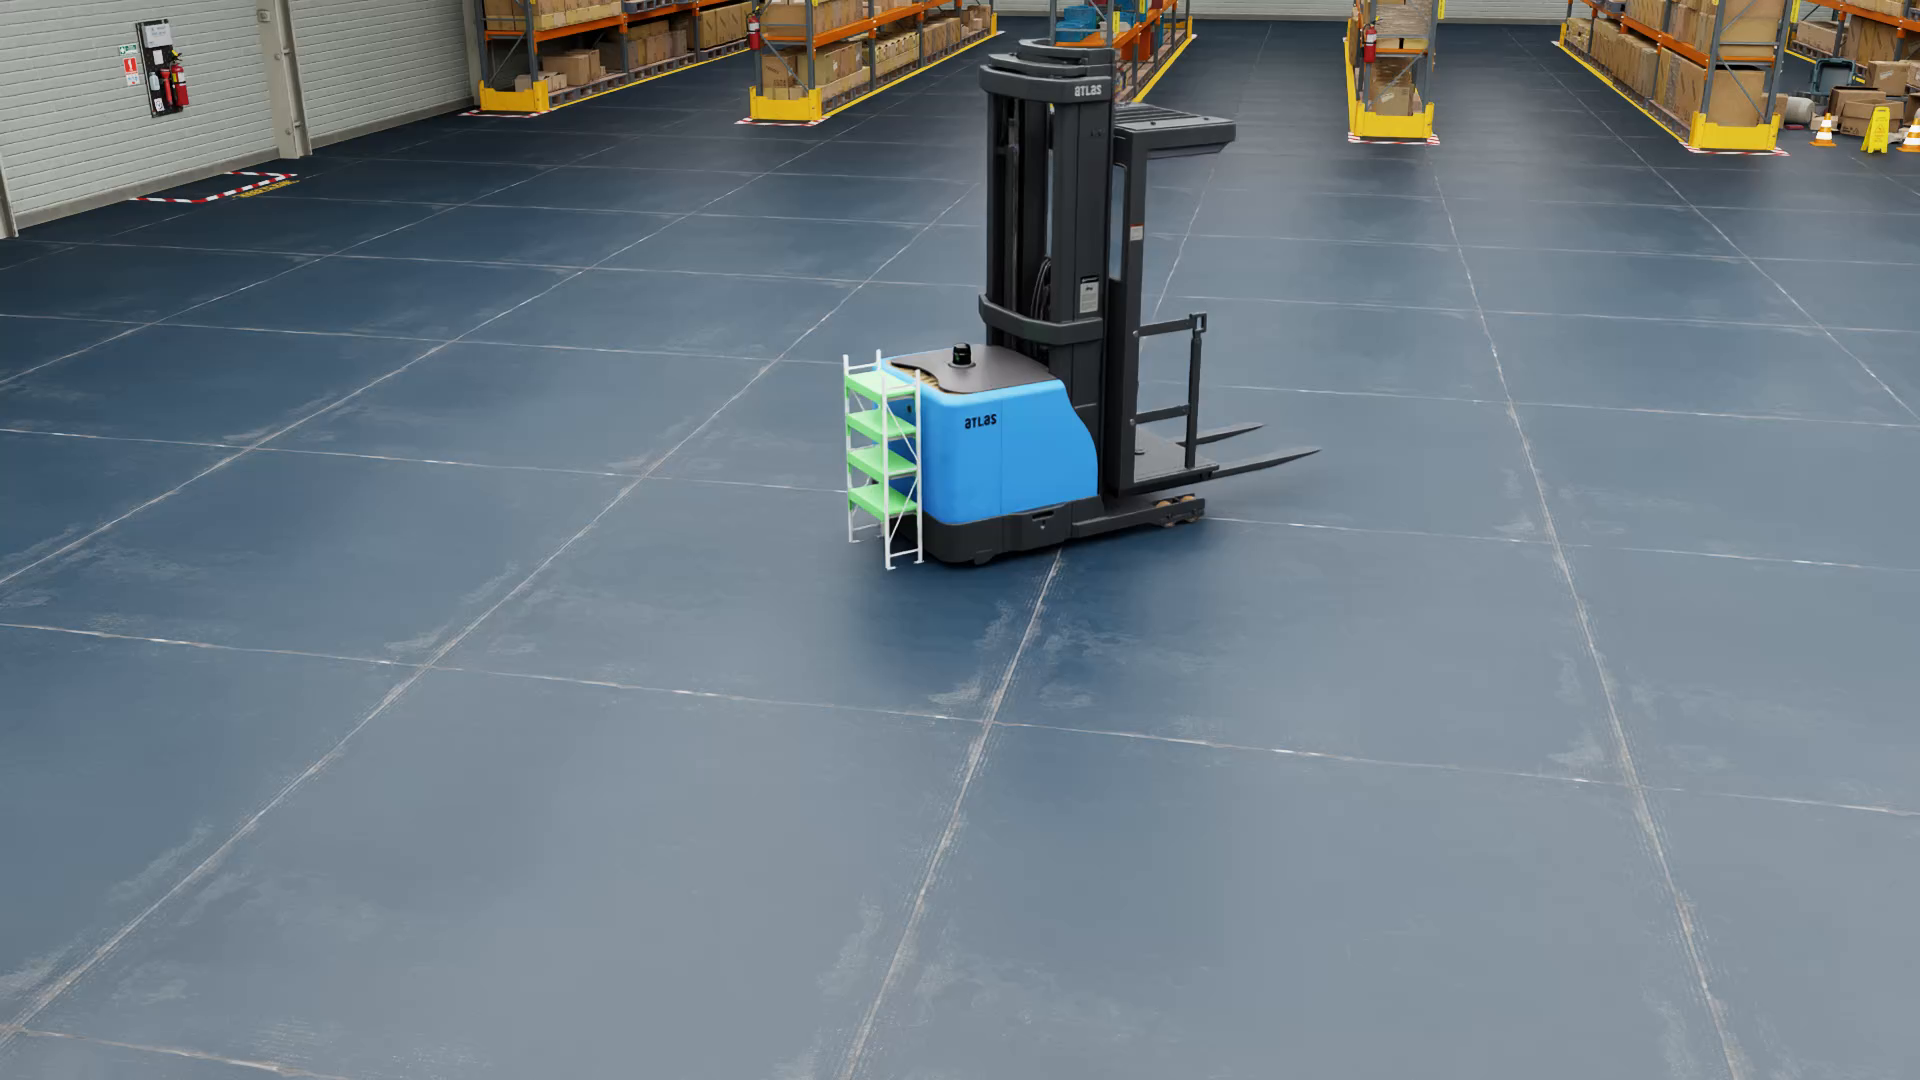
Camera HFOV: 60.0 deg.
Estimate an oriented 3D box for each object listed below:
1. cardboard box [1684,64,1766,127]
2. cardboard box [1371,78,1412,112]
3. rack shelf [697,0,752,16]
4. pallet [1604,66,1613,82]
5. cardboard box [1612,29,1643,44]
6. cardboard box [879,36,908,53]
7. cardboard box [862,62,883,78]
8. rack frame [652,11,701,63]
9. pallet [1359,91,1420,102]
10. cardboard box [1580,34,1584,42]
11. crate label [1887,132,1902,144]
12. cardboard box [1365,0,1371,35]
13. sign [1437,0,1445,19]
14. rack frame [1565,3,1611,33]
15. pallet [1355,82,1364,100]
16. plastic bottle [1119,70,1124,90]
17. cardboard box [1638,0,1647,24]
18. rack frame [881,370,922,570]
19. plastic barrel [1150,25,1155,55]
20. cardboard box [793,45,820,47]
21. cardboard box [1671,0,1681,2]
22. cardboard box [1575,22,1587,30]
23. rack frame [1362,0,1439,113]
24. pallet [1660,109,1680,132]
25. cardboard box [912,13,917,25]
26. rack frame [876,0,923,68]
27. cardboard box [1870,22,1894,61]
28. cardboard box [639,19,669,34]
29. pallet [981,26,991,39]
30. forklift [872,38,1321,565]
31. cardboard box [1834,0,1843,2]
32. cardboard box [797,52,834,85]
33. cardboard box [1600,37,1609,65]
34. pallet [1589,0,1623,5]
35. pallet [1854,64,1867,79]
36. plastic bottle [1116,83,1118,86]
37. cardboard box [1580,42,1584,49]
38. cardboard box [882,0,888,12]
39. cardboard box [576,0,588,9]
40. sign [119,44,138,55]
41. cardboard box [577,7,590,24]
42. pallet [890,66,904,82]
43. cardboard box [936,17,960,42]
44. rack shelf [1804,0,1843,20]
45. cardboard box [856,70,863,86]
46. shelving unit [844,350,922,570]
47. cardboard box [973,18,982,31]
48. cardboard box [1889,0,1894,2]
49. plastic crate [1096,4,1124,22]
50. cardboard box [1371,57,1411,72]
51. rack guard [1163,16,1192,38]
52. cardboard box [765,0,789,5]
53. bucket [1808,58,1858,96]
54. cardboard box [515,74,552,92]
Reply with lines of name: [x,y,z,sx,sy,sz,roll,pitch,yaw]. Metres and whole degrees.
cardboard box: [11.690,-6.778,25.449,0.875,0.875,0.875,5,22,11]
cardboard box: [7.013,-7.214,27.035,0.500,0.500,0.500,11,24,25]
rack shelf: [-5.726,-12.187,37.561,1.077,0.370,4.000,4,22,11]
pallet: [13.409,-9.233,32.997,1.003,0.211,1.213,4,22,11]
cardboard box: [13.131,-9.895,32.686,0.500,0.250,0.500,4,22,10]
cardboard box: [-1.355,-10.007,33.553,0.500,0.311,0.500,4,22,11]
cardboard box: [-1.775,-8.998,31.799,0.500,0.250,0.500,4,22,10]
rack frame: [-6.134,-11.789,35.611,1.000,3.000,0.127,4,22,11]
pallet: [7.495,-7.652,29.070,1.003,0.211,1.213,4,22,11]
cardboard box: [13.898,-11.053,36.639,0.380,0.149,0.250,4,22,9]
crate label: [14.251,-6.155,25.454,0.250,0.136,0.298,-7,23,-17]
cardboard box: [6.905,-8.306,26.430,0.875,0.500,0.500,4,22,11]
sign: [7.312,-8.091,25.269,0.100,0.325,0.005,4,22,11]
rack frame: [14.881,-13.167,39.032,1.000,3.000,0.127,4,22,11]
pallet: [7.755,-8.185,30.394,1.003,0.211,1.213,4,22,11]
plastic bottle: [2.860,-8.219,29.702,0.144,0.351,0.185,3,22,8]
cardboard box: [12.585,-9.591,30.020,0.500,0.500,0.500,4,22,10]
rack frame: [-0.337,-0.401,9.741,0.240,1.200,0.015,-12,25,-27]
plastic barrel: [3.878,-10.703,35.580,0.600,0.588,0.708,4,22,11]
cardboard box: [-2.705,-8.706,30.069,0.500,0.500,0.500,4,22,11]
cardboard box: [12.323,-9.217,27.577,0.875,0.550,0.550,4,22,11]
cardboard box: [14.192,-11.667,37.765,0.380,0.149,0.250,5,22,12]
rack frame: [6.781,-7.731,25.533,1.000,3.000,0.127,4,22,11]
pallet: [11.954,-6.765,26.869,1.003,0.211,1.213,4,22,11]
cardboard box: [-1.111,-11.561,36.796,0.500,0.250,0.500,4,22,10]
rack frame: [-1.284,-11.413,34.676,1.000,3.000,0.127,4,22,11]
cardboard box: [18.523,-9.682,32.661,0.875,0.875,0.875,5,22,12]
cardboard box: [-6.407,-10.711,34.686,0.500,0.250,0.500,5,22,12]
pallet: [0.172,-12.726,41.669,1.003,0.211,1.213,4,22,11]
forklift: [0.978,-1.596,10.392,3.031,2.935,1.130,-12,25,-28]
cardboard box: [18.776,-11.599,35.005,0.500,0.500,0.500,5,22,11]
cardboard box: [-2.489,-8.116,28.606,0.500,0.500,0.500,4,22,11]
cardboard box: [13.328,-9.921,33.757,0.500,0.500,0.500,3,22,9]
pallet: [13.766,-11.347,34.769,1.003,0.211,1.213,4,22,11]
pallet: [18.601,-9.335,33.249,1.003,0.211,1.213,4,22,11]
plastic bottle: [2.677,-7.811,28.797,0.097,0.271,0.097,0,22,0]
cardboard box: [13.937,-10.936,36.747,0.380,0.149,0.250,4,22,9]
cardboard box: [-1.717,-10.652,32.653,0.500,0.500,0.500,4,22,11]
cardboard box: [-7.059,-9.861,29.993,0.500,0.500,0.500,5,23,13]
sign: [-10.440,-6.159,20.874,0.001,0.109,0.331,4,22,11]
cardboard box: [-7.049,-9.519,30.147,0.500,0.250,0.500,5,22,11]
pallet: [-1.741,-9.376,33.352,1.003,0.211,1.213,4,22,11]
cardboard box: [-0.288,-11.718,38.191,0.500,0.500,0.500,4,22,11]
rack shelf: [19.339,-11.761,36.505,1.077,0.370,4.000,4,22,11]
cardboard box: [-2.092,-8.501,30.565,0.500,0.250,0.500,4,22,11]
shelving unit: [-0.459,-0.480,9.937,0.258,1.200,0.503,-12,25,-27]
cardboard box: [0.256,-12.704,40.975,0.500,0.250,0.500,4,22,11]
cardboard box: [18.066,-10.447,31.811,0.500,0.250,0.500,4,22,10]
plastic crate: [2.517,-9.360,29.663,0.767,0.338,0.504,4,22,11]
cardboard box: [7.744,-8.461,30.104,0.700,0.500,0.500,3,22,7]
rack guard: [5.189,-12.810,41.491,1.175,0.500,0.348,4,22,11]
cardboard box: [-3.025,-8.989,27.655,0.380,0.149,0.250,4,22,10]
bucket: [14.662,-7.739,27.903,0.726,0.611,0.620,13,15,29]
cardboard box: [-7.537,-8.066,29.377,0.500,0.311,0.500,2,22,5]
